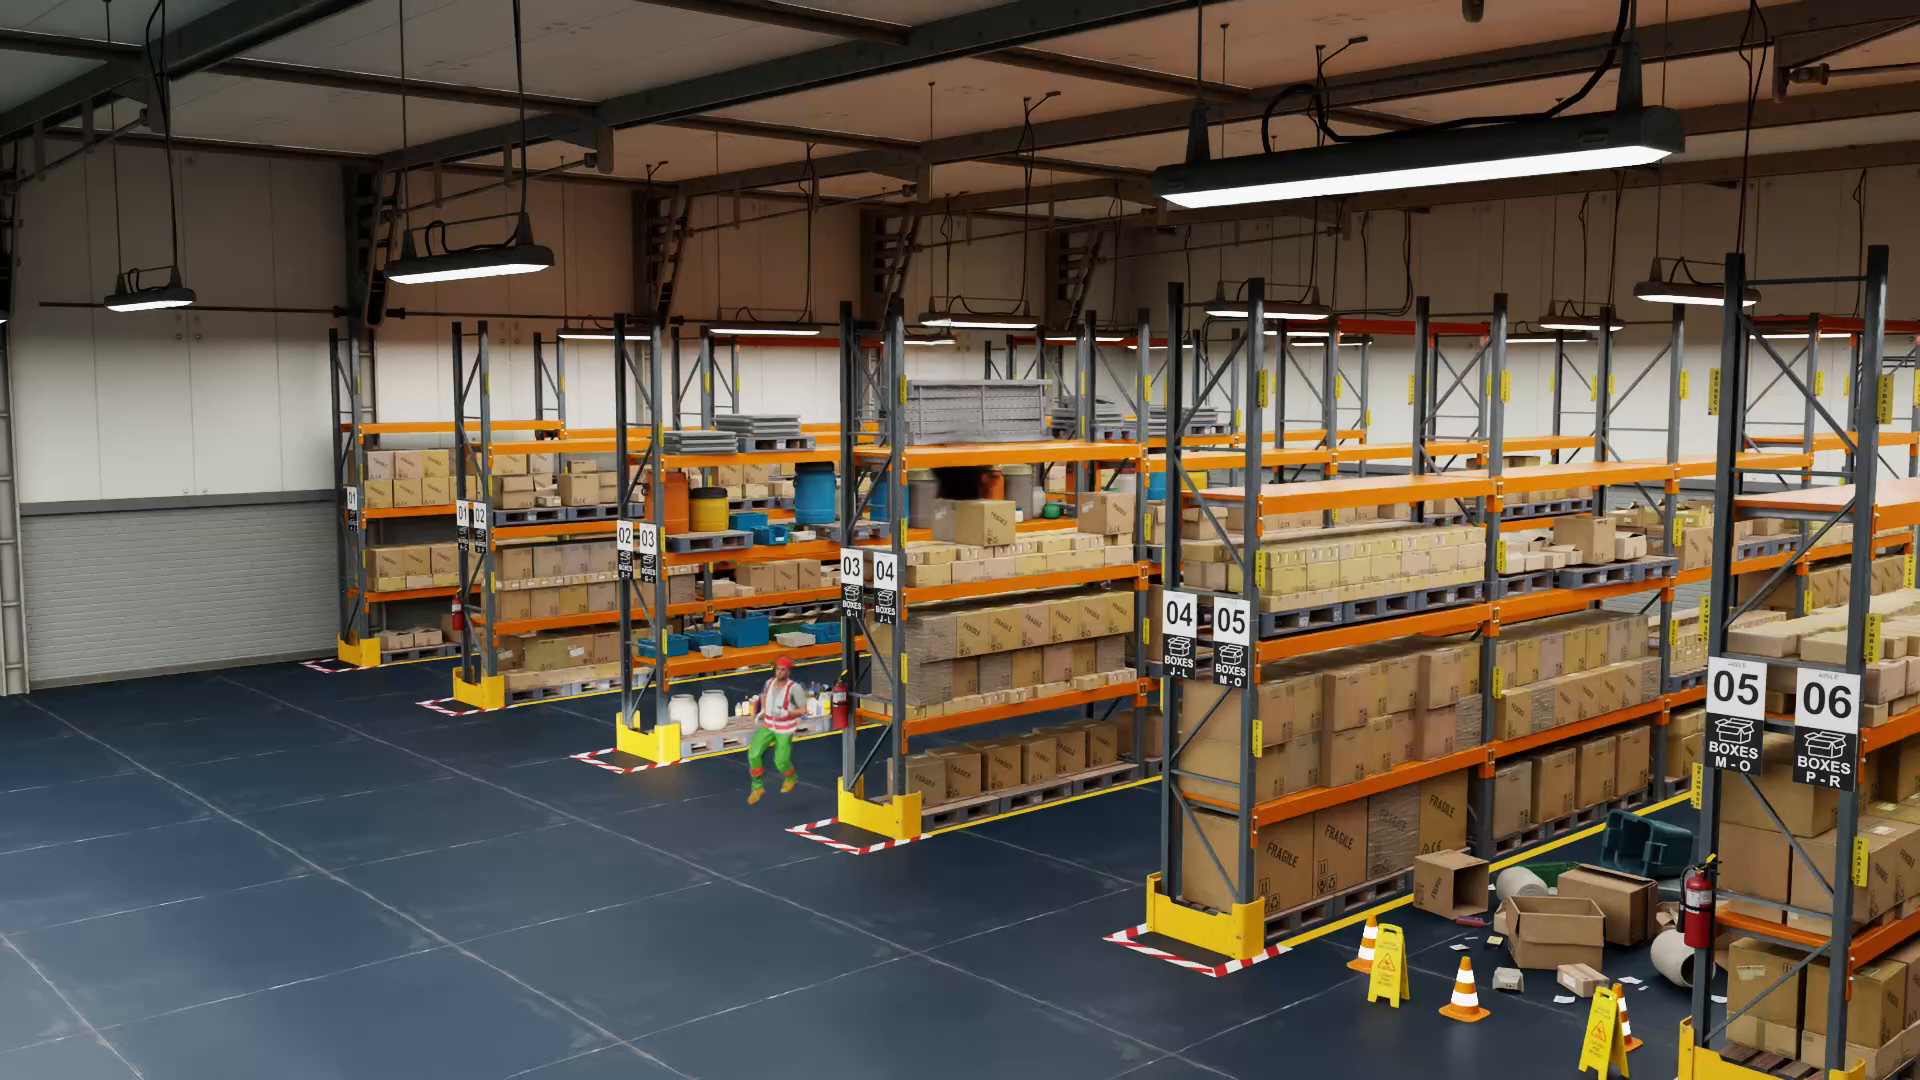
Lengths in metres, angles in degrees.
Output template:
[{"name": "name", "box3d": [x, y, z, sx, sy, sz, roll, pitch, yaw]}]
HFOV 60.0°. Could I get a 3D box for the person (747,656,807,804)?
[{"name": "person", "box3d": [-2.093, 2.188, 19.485, 0.673, 1.682, 0.885, 2, 6, 21]}]
